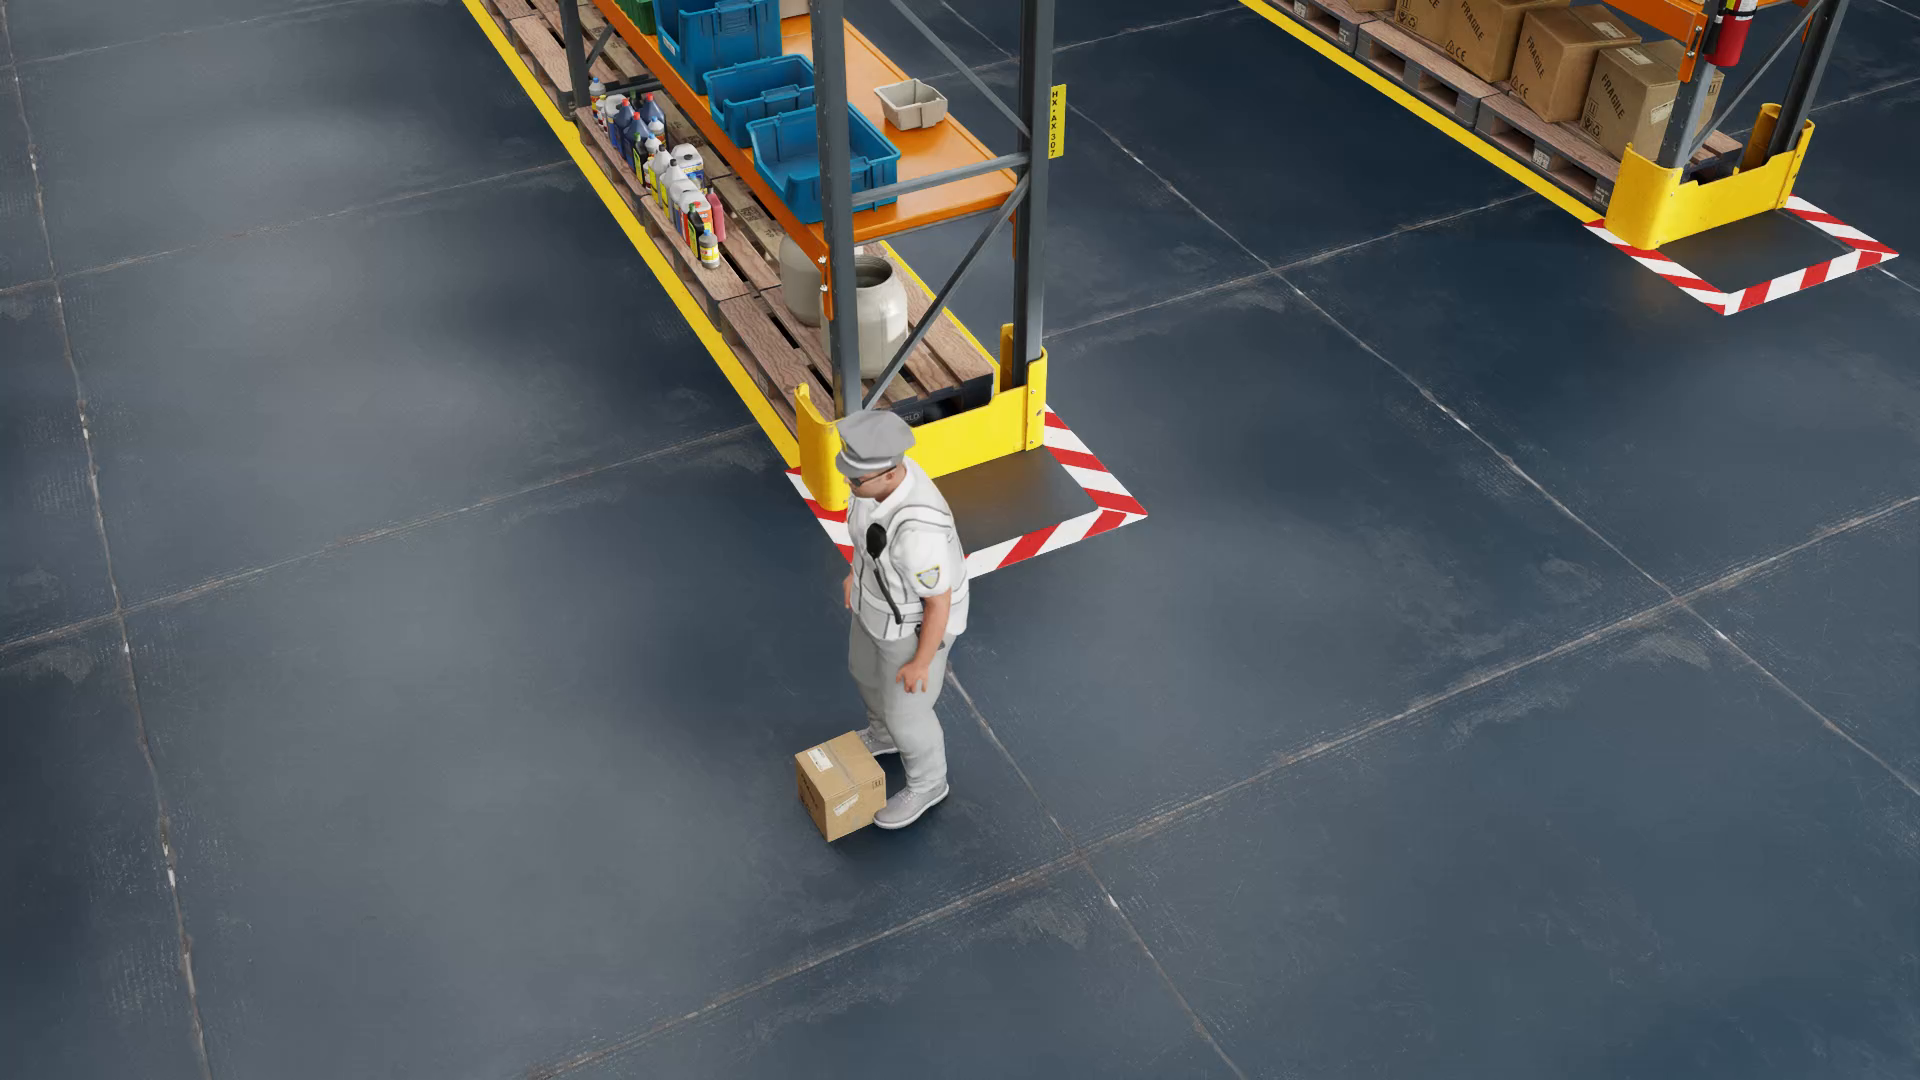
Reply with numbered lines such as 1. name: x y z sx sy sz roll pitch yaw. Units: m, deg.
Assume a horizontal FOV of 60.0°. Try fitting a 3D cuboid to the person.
1. person: -0.212 0.263 5.849 0.436 1.748 0.587 -19 44 -20
